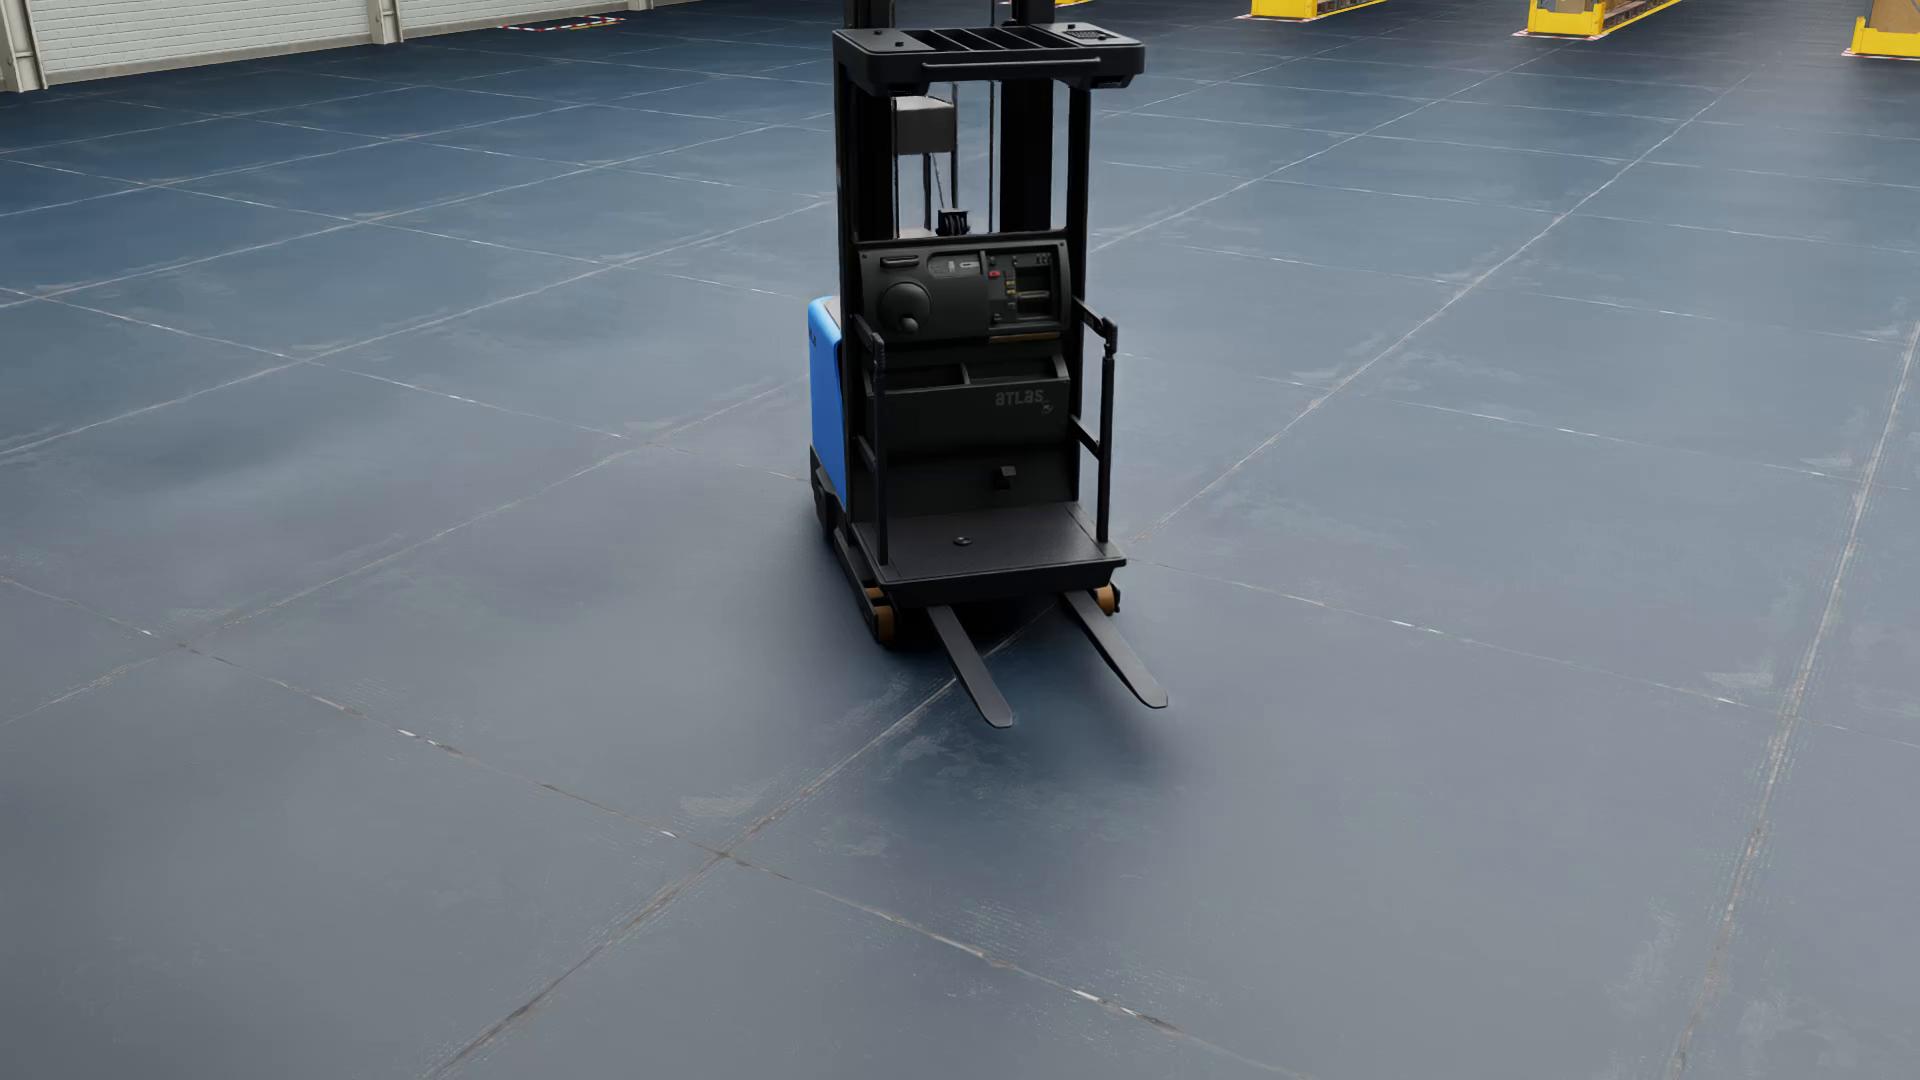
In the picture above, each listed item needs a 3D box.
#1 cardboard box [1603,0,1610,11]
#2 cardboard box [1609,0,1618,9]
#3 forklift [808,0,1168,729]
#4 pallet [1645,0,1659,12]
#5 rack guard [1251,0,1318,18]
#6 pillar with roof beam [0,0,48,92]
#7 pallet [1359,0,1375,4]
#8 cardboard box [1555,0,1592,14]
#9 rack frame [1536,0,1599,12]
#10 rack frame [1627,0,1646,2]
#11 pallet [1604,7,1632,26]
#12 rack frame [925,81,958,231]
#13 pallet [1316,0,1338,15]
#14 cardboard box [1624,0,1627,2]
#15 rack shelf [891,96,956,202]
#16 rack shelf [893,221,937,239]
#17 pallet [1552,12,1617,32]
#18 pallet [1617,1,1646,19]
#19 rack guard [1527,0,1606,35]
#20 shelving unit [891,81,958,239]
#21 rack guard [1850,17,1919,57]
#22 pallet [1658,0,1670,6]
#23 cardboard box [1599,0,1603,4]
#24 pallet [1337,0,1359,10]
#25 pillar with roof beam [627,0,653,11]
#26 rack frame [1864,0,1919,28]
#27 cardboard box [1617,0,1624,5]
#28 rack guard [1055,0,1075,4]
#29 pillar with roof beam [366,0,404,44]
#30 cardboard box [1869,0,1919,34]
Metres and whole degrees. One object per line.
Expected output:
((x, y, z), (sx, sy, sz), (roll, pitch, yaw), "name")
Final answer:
((11.097, -9.560, 29.175), (0.500, 0.500, 0.500), (17, 29, 34), "cardboard box")
((11.429, -9.739, 29.589), (0.500, 0.500, 0.500), (11, 26, 24), "cardboard box")
((0.081, -1.067, 7.025), (1.130, 2.935, 3.031), (-6, 24, -13), "forklift")
((12.640, -10.224, 31.602), (1.003, 0.211, 1.213), (14, 27, 29), "pallet")
((5.913, -9.817, 30.298), (1.175, 0.500, 0.348), (14, 27, 29), "rack guard")
((-8.707, -9.198, 18.170), (9.100, 9.000, 0.400), (14, 27, 29), "pillar with roof beam")
((7.633, -10.781, 32.888), (1.003, 0.211, 1.213), (14, 27, 29), "pallet")
((10.464, -9.144, 28.214), (0.500, 0.500, 0.500), (20, 30, 38), "cardboard box")
((10.121, -9.891, 27.322), (1.000, 3.000, 0.127), (14, 27, 29), "rack frame")
((12.231, -11.241, 30.440), (1.000, 3.000, 0.127), (14, 27, 29), "rack frame")
((11.264, -9.314, 29.499), (1.003, 0.211, 1.213), (14, 27, 29), "pallet")
((-0.098, -1.419, 8.884), (0.015, 2.100, 0.400), (-10, 25, -21), "rack frame")
((6.346, -9.958, 30.986), (1.003, 0.211, 1.213), (14, 27, 29), "pallet")
((11.986, -10.160, 30.561), (0.500, 0.500, 0.500), (13, 27, 27), "cardboard box")
((-0.322, -2.010, 8.521), (0.480, 0.518, 0.431), (-10, 25, -21), "rack shelf")
((-0.323, -1.369, 8.801), (0.480, 0.518, 0.431), (-10, 25, -21), "rack shelf")
((10.619, -8.904, 28.551), (1.003, 0.211, 1.213), (14, 27, 29), "pallet")
((11.906, -9.727, 30.453), (1.003, 0.211, 1.213), (14, 27, 29), "pallet")
((10.161, -8.769, 27.877), (1.175, 0.500, 0.348), (14, 27, 29), "rack guard")
((-0.323, -1.381, 8.796), (0.503, 2.100, 0.431), (-10, 25, -21), "shelving unit")
((14.268, -7.662, 25.320), (1.175, 0.500, 0.348), (14, 27, 29), "rack guard")
((13.283, -10.638, 32.557), (1.003, 0.211, 1.213), (14, 27, 29), "pallet")
((10.750, -9.353, 28.696), (0.500, 0.500, 0.500), (-20, 31, -39), "cardboard box")
((6.990, -10.368, 31.933), (1.003, 0.211, 1.213), (14, 27, 29), "pallet")
((-2.377, -13.248, 27.526), (9.100, 9.000, 0.400), (14, 27, 29), "pillar with roof beam")
((14.281, -8.817, 24.842), (1.000, 3.000, 0.127), (14, 27, 29), "rack frame")
((11.690, -9.965, 30.111), (0.500, 0.500, 0.500), (-18, 29, -36), "cardboard box")
((1.694, -10.813, 32.598), (1.175, 0.500, 0.348), (14, 27, 29), "rack guard")
((-5.542, -11.223, 22.848), (9.100, 9.000, 0.400), (14, 27, 29), "pillar with roof beam")
((14.583, -8.278, 25.741), (0.875, 0.875, 0.875), (14, 27, 29), "cardboard box")
